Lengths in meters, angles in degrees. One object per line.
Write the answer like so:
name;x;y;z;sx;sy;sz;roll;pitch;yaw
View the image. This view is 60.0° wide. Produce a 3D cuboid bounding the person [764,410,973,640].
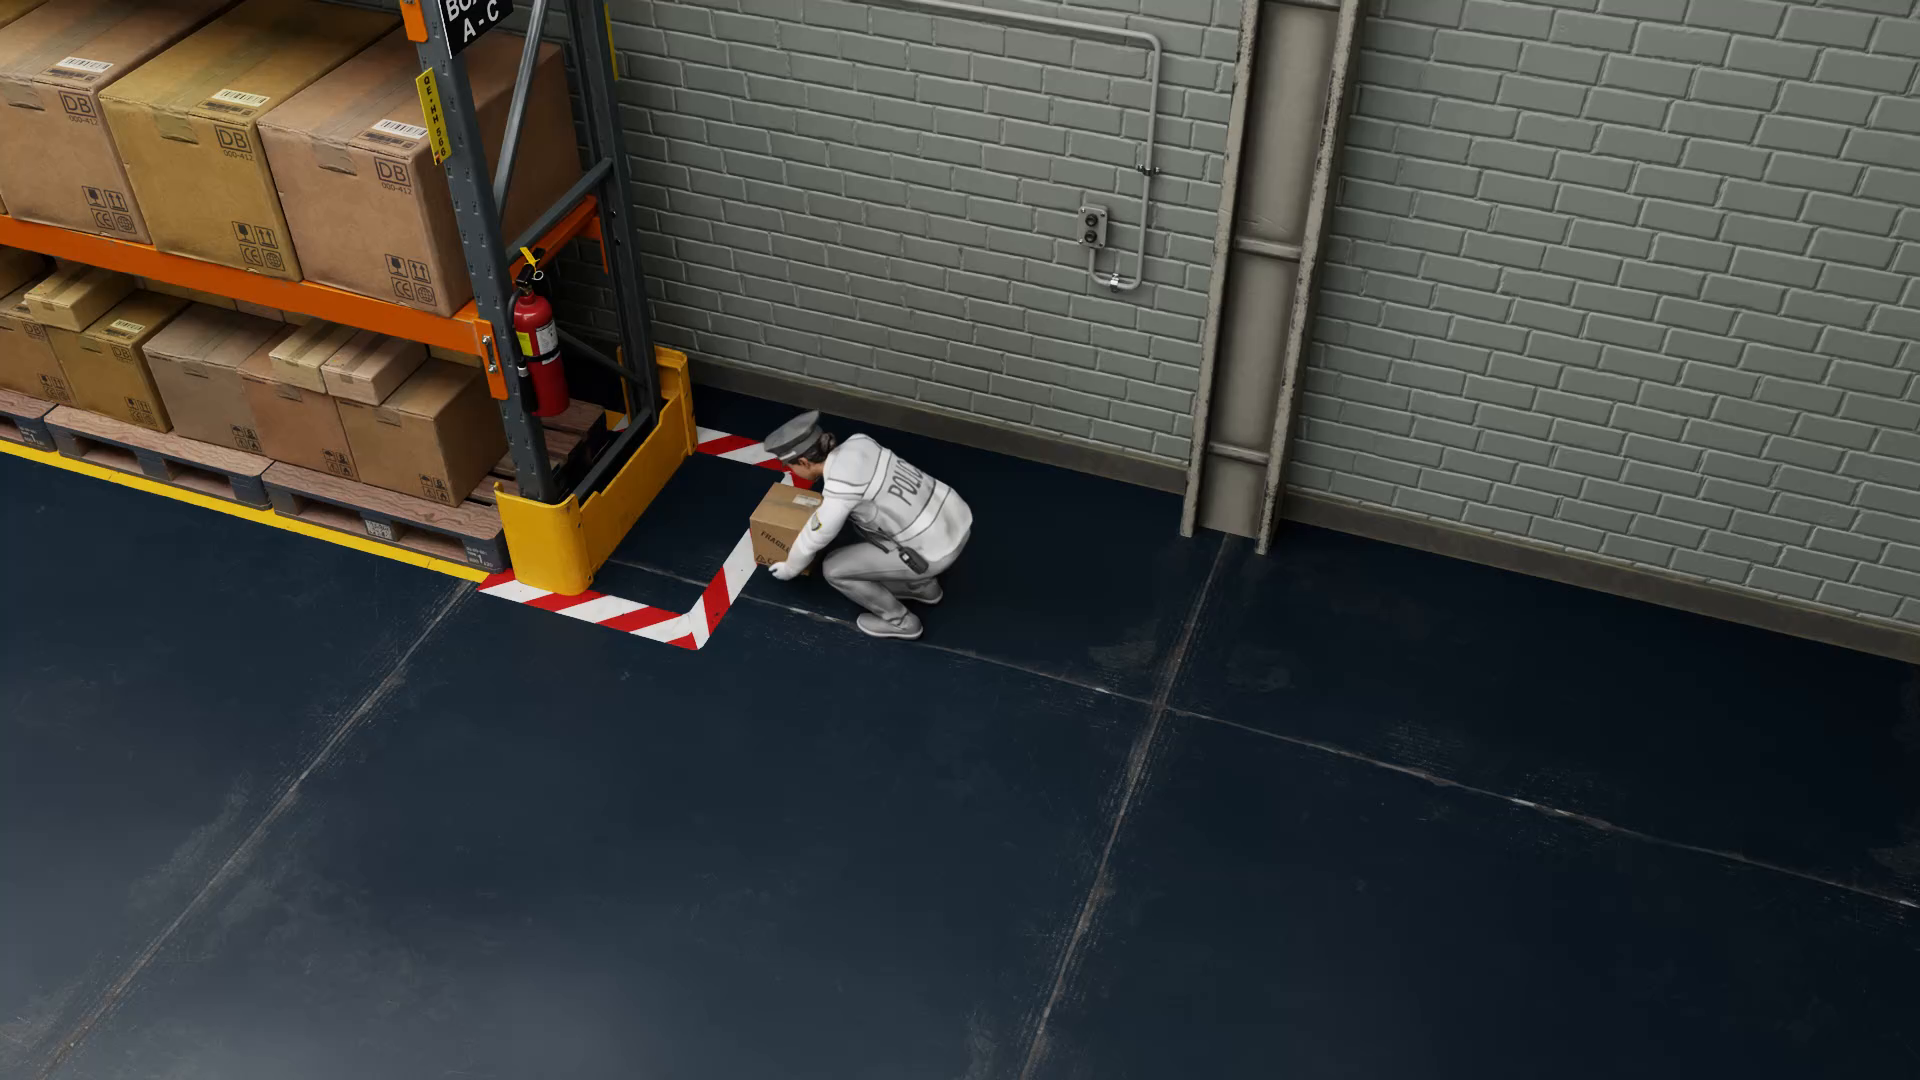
person;-0.372;-0.072;6.757;0.822;0.982;0.486;14;44;15
